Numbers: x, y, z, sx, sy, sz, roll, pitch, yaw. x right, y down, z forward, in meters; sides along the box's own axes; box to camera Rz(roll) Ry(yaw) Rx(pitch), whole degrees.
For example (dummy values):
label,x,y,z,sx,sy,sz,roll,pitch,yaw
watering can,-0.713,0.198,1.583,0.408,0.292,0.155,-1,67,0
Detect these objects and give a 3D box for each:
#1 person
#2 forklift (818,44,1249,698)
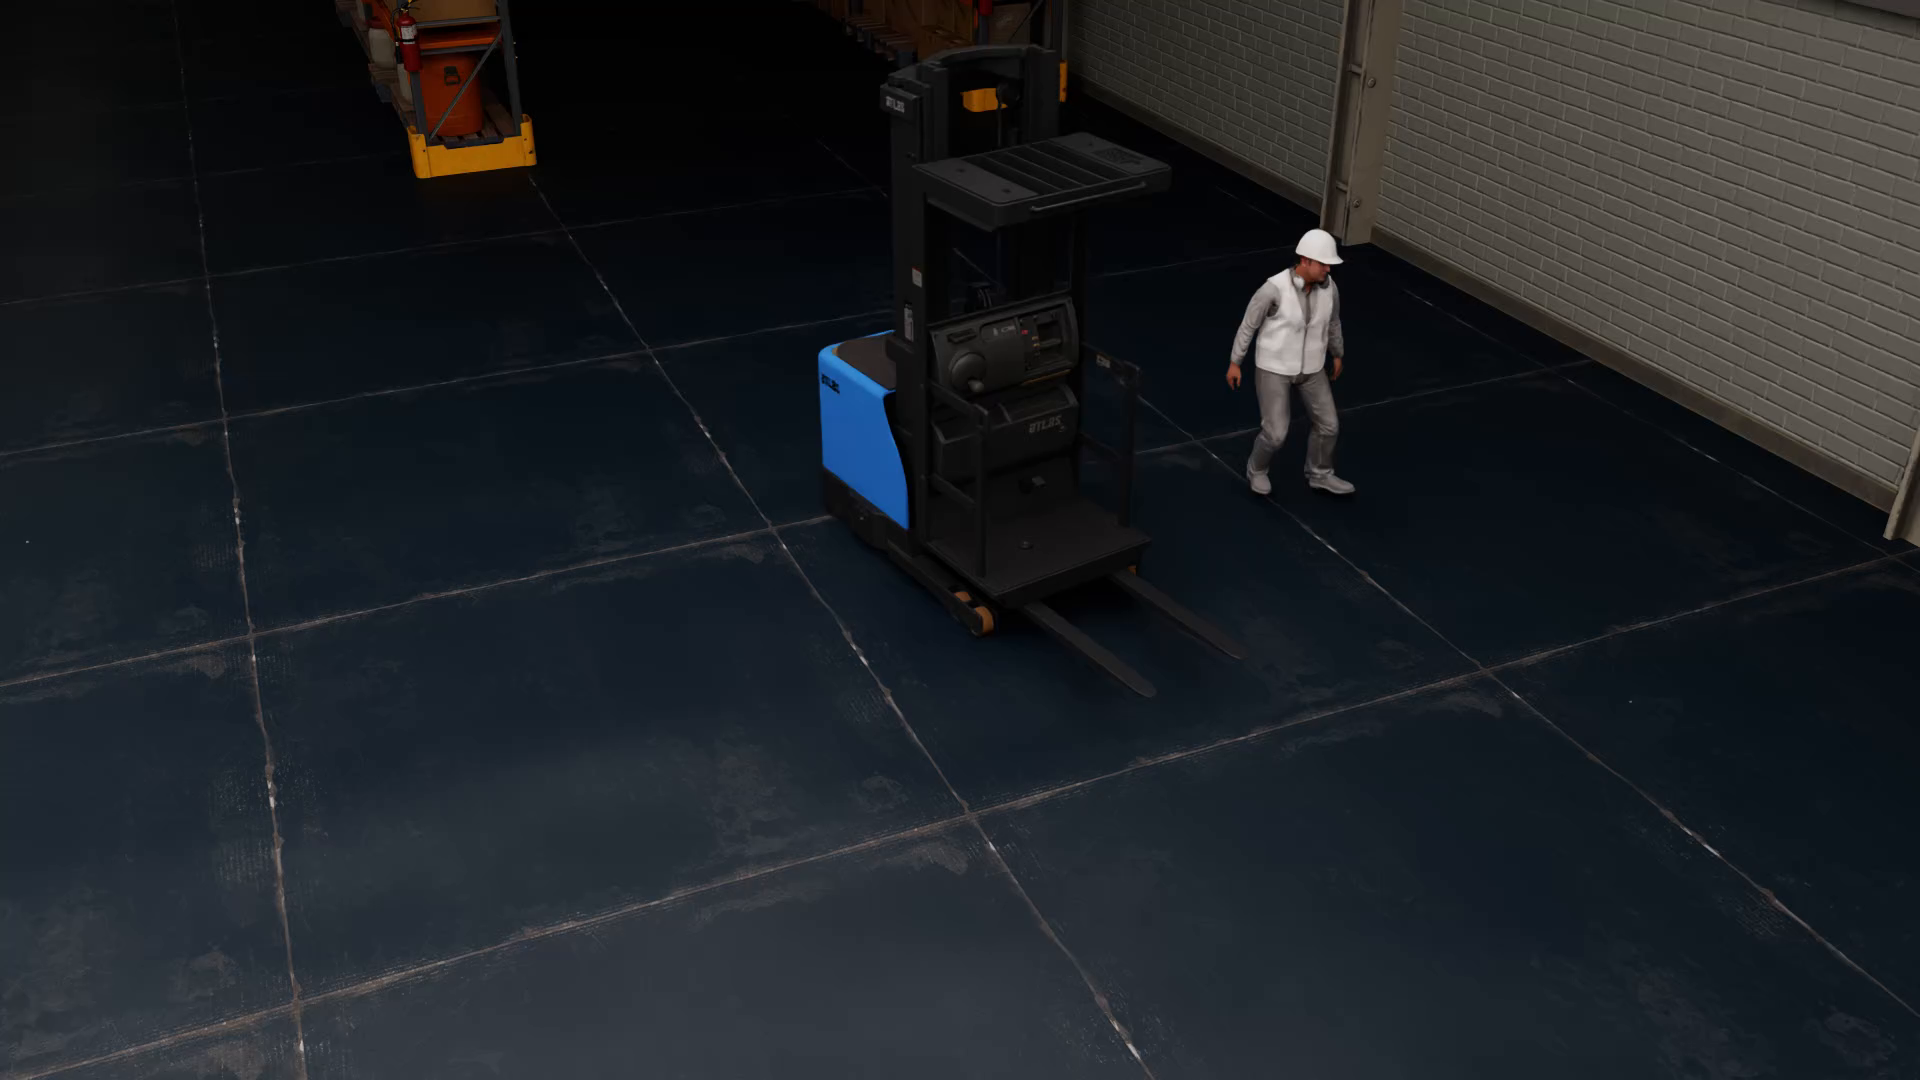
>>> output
label,x,y,z,sx,sy,sz,roll,pitch,yaw
person,2.050,-1.058,10.097,0.844,1.736,0.435,-8,31,-14
forklift,0.371,-1.013,8.891,1.130,2.935,3.031,-18,35,-29
